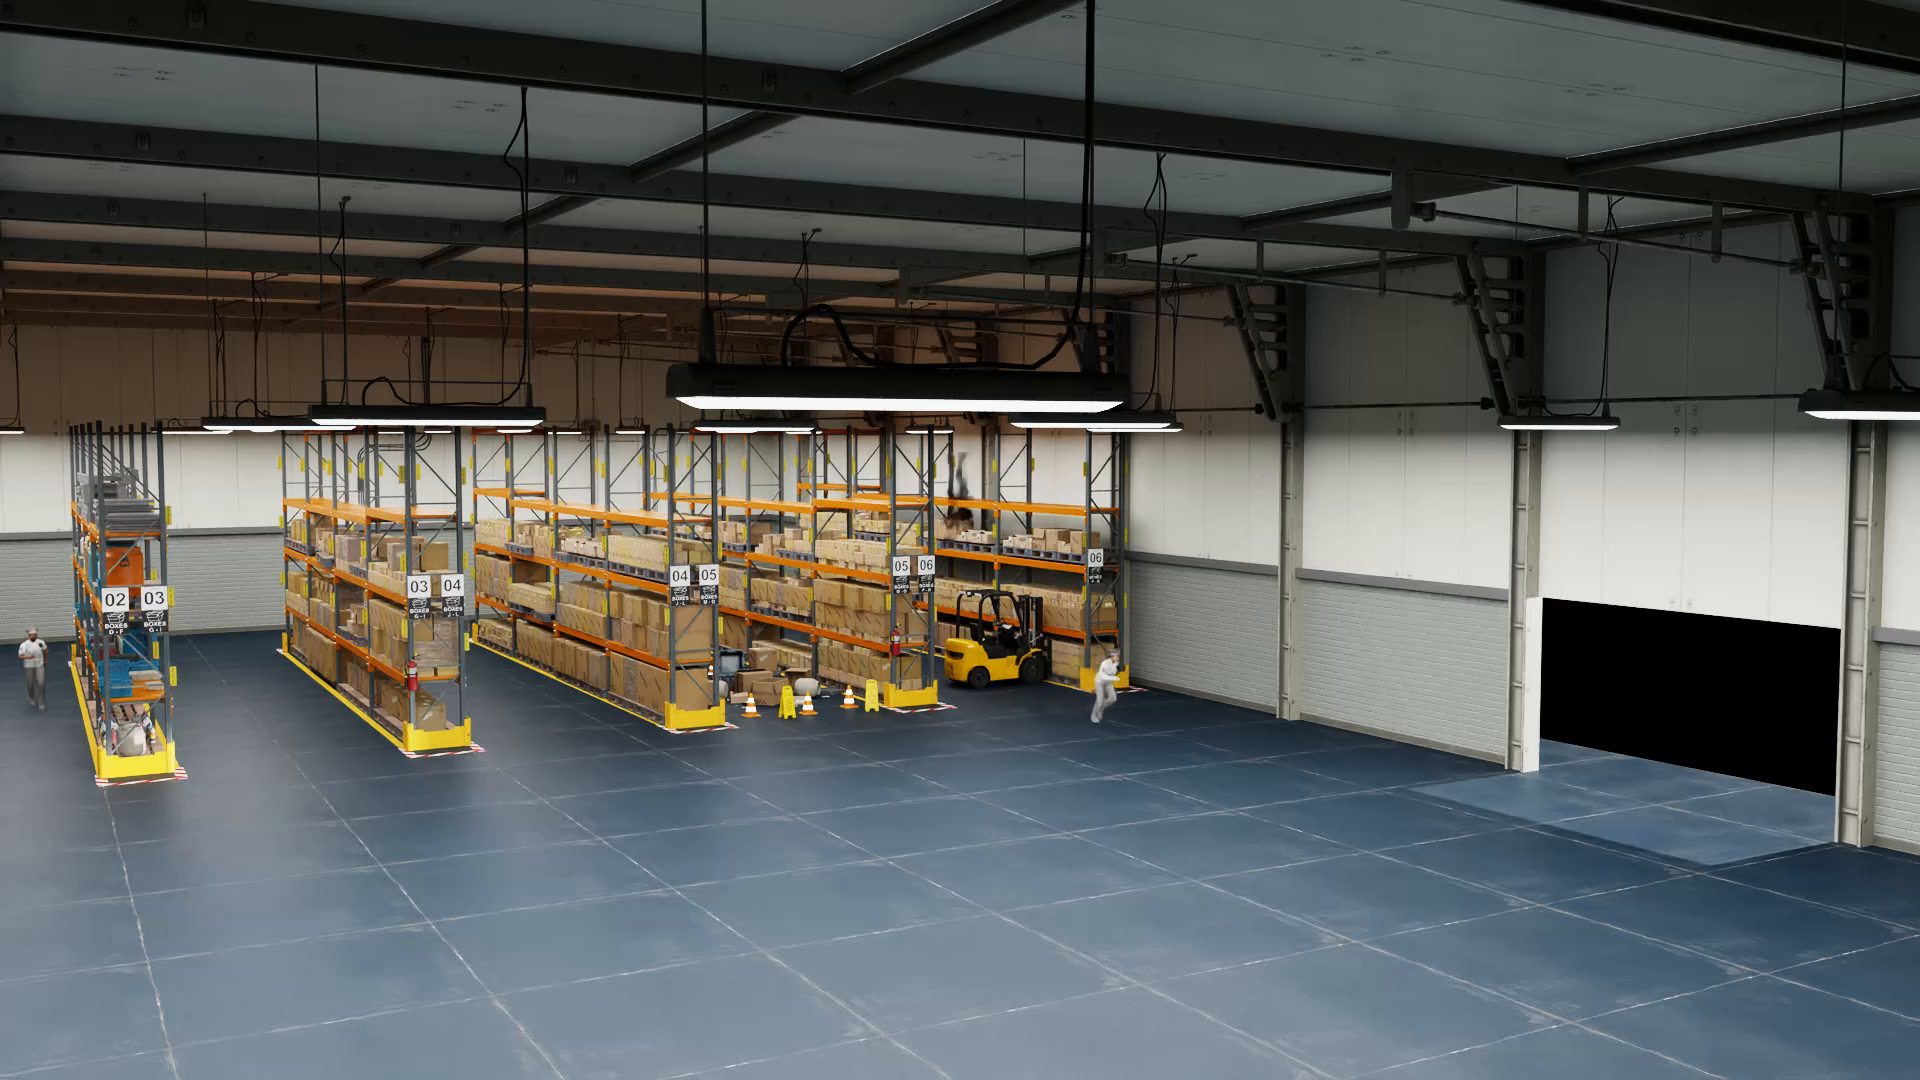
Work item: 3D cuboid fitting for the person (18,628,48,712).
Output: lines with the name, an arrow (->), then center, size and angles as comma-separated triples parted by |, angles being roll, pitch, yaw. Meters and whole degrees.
person -> -19.482, 2.702, 34.984 | 0.564, 1.731, 0.858 | -2, 4, -32

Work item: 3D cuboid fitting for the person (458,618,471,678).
person -> -12.030, 2.436, 39.808 | 0.579, 1.672, 0.951 | -3, 5, -39

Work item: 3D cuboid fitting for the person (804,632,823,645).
person -> -3.811, 2.157, 43.301 | 0.683, 1.807, 0.985 | -2, 4, -34

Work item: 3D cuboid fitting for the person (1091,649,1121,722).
person -> 2.968, 2.913, 33.311 | 0.644, 1.506, 0.839 | -3, 5, -41

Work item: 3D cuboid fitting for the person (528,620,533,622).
person -> -12.153, 1.977, 47.912 | 0.975, 1.633, 0.689 | 0, 4, 8
